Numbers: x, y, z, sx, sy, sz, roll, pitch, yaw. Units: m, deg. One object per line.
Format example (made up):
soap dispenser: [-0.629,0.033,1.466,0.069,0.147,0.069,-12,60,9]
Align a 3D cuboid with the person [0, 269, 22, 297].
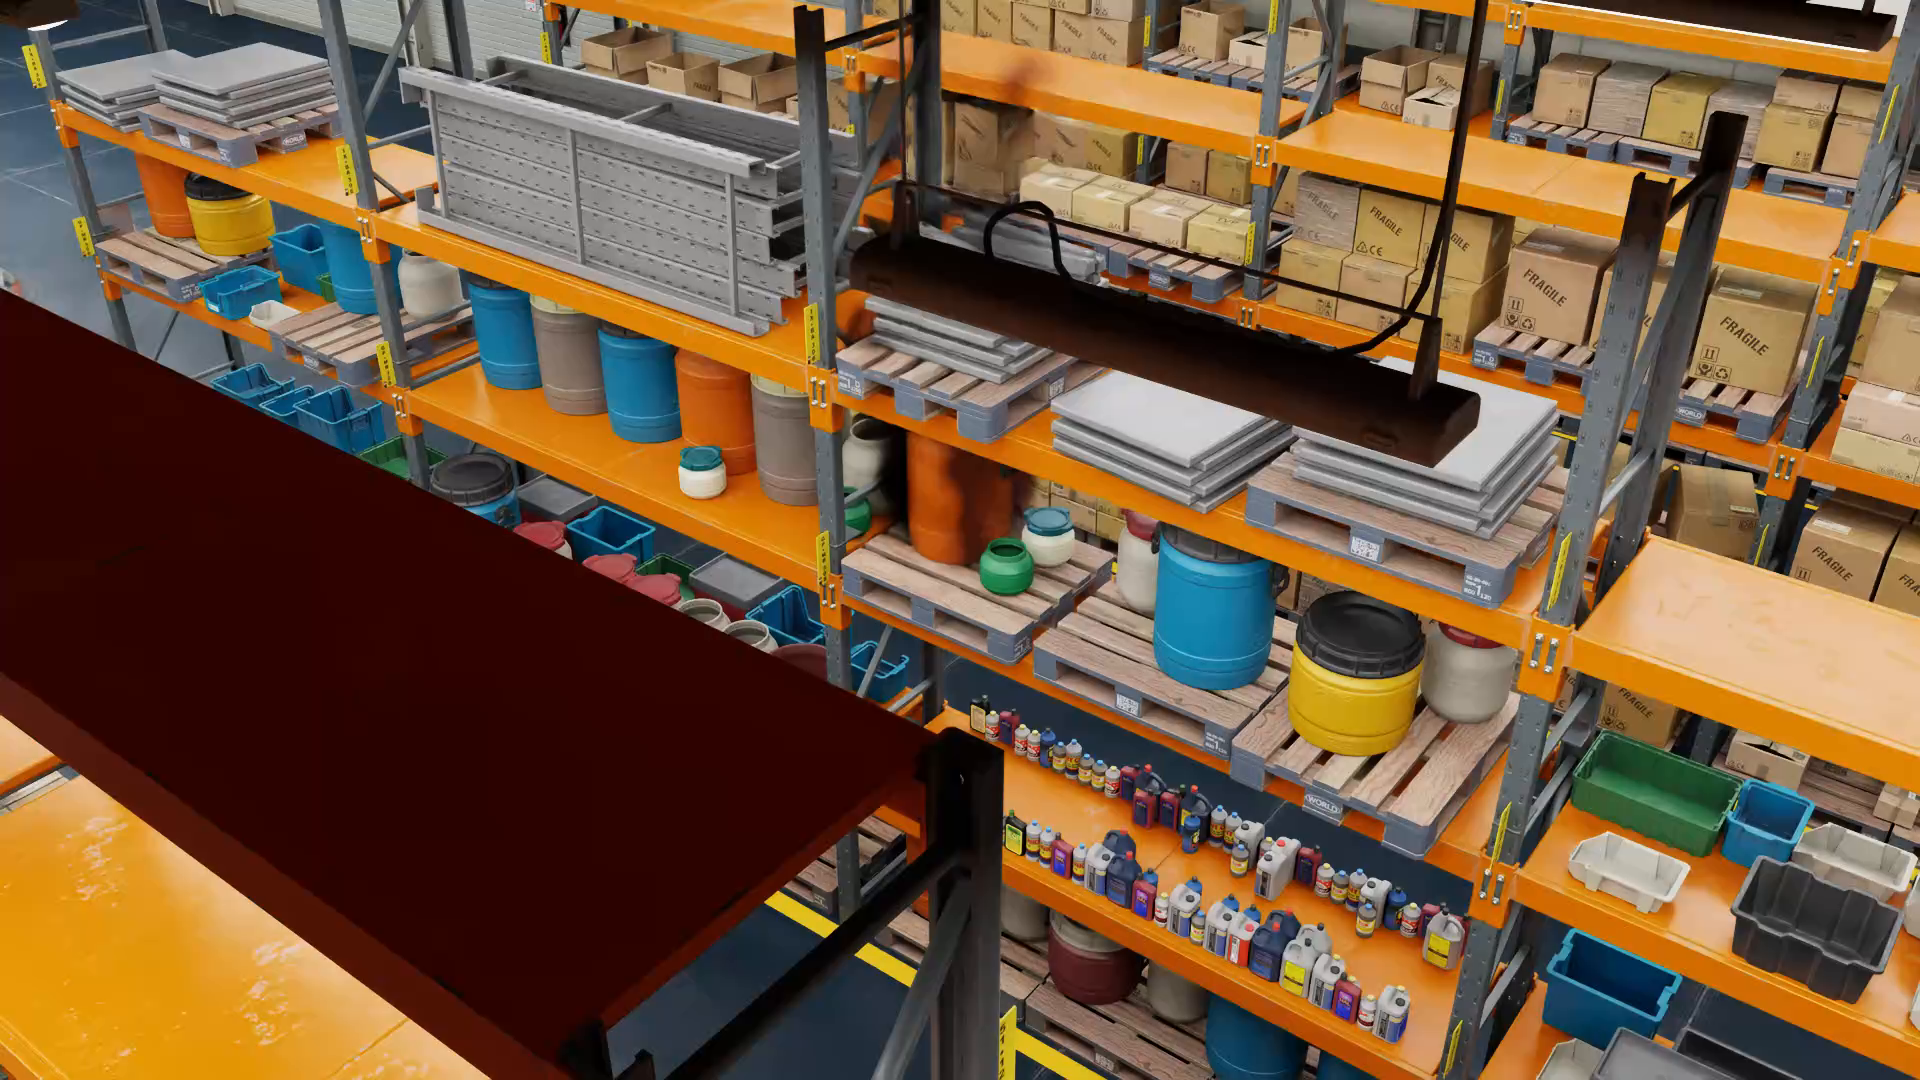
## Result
person: [-9.779,-2.121,17.046,0.809,1.841,0.638,-16,35,-24]
